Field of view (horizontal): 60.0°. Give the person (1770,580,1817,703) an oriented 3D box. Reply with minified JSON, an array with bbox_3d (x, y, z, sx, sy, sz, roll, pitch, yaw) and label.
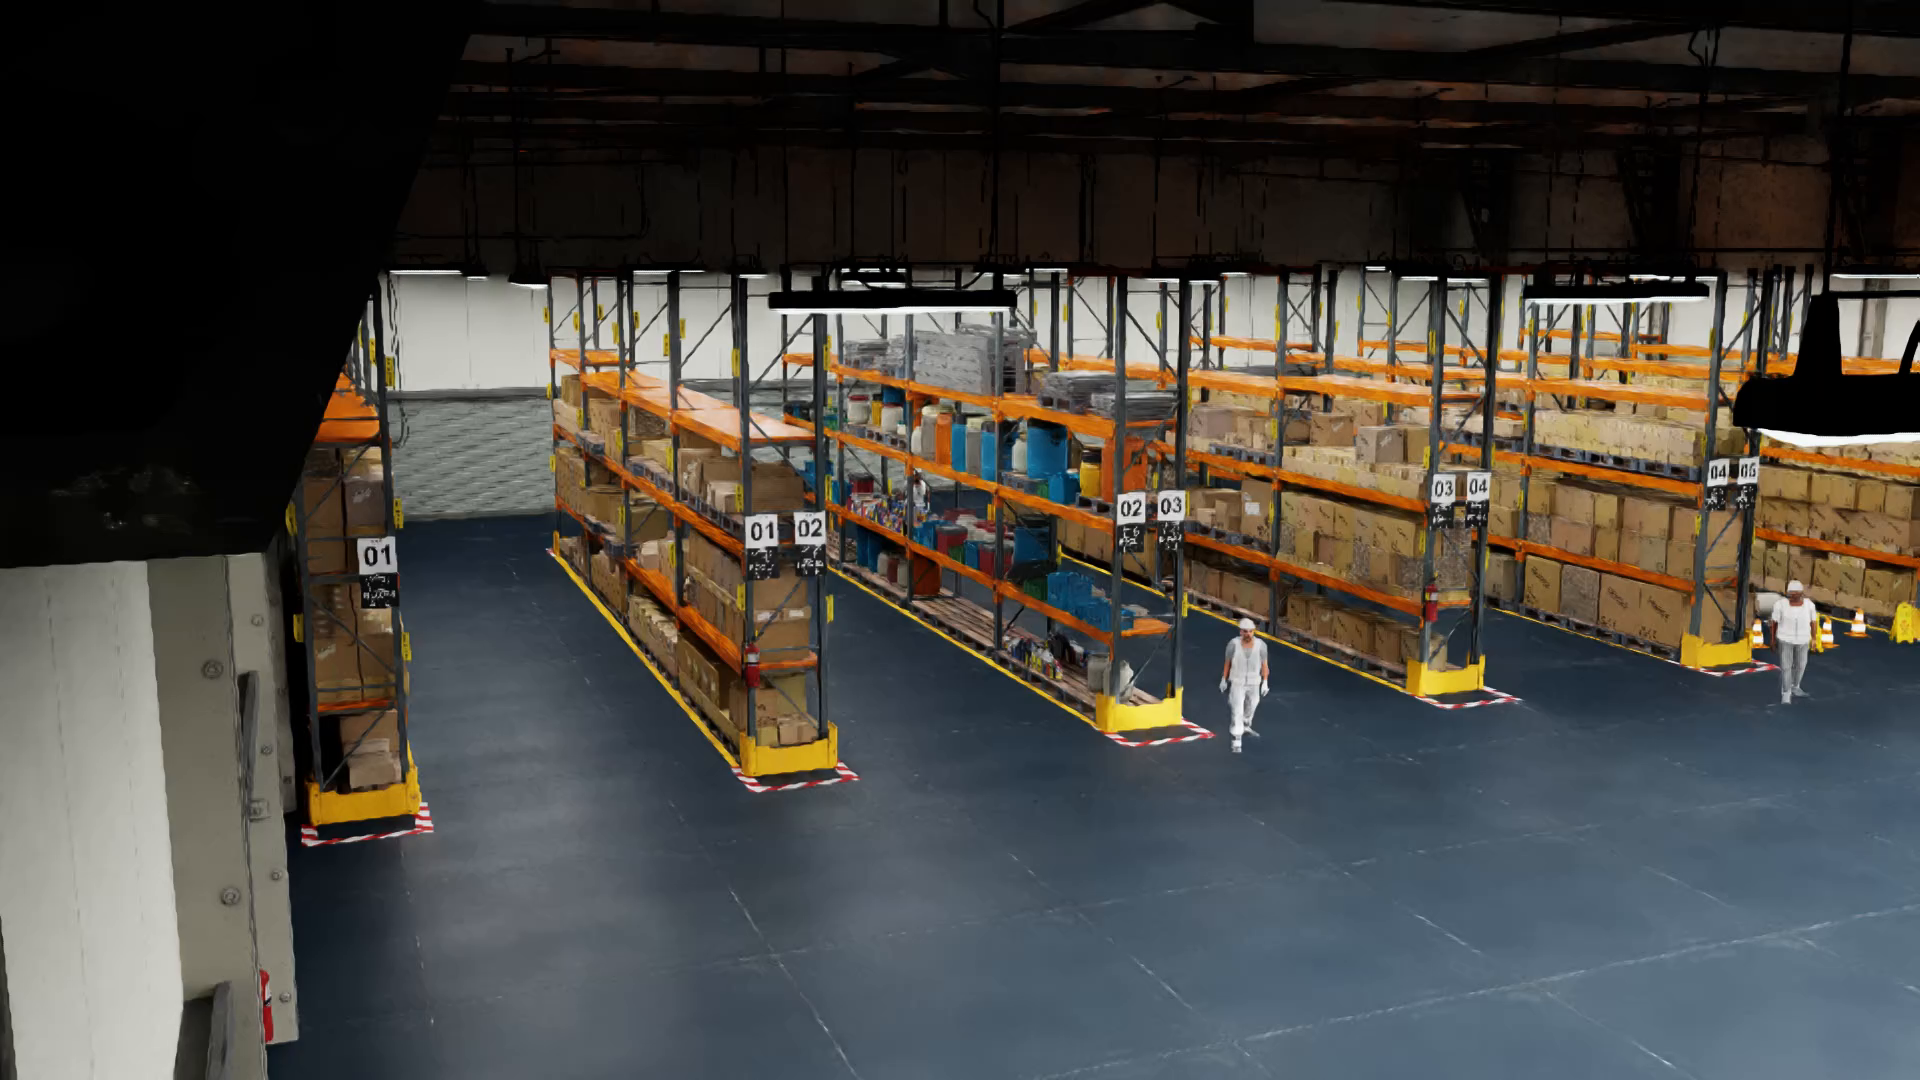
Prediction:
[{"bbox_3d":[11.797,1.409,23.554,0.607,1.752,0.576,3,10,15],"label":"person"}]

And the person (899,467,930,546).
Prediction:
[{"bbox_3d":[-0.969,-0.716,35.790,0.702,1.735,0.549,-4,11,-23],"label":"person"}]

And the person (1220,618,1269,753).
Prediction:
[{"bbox_3d":[3.646,1.817,21.284,0.596,1.734,0.987,0,10,-1],"label":"person"}]
